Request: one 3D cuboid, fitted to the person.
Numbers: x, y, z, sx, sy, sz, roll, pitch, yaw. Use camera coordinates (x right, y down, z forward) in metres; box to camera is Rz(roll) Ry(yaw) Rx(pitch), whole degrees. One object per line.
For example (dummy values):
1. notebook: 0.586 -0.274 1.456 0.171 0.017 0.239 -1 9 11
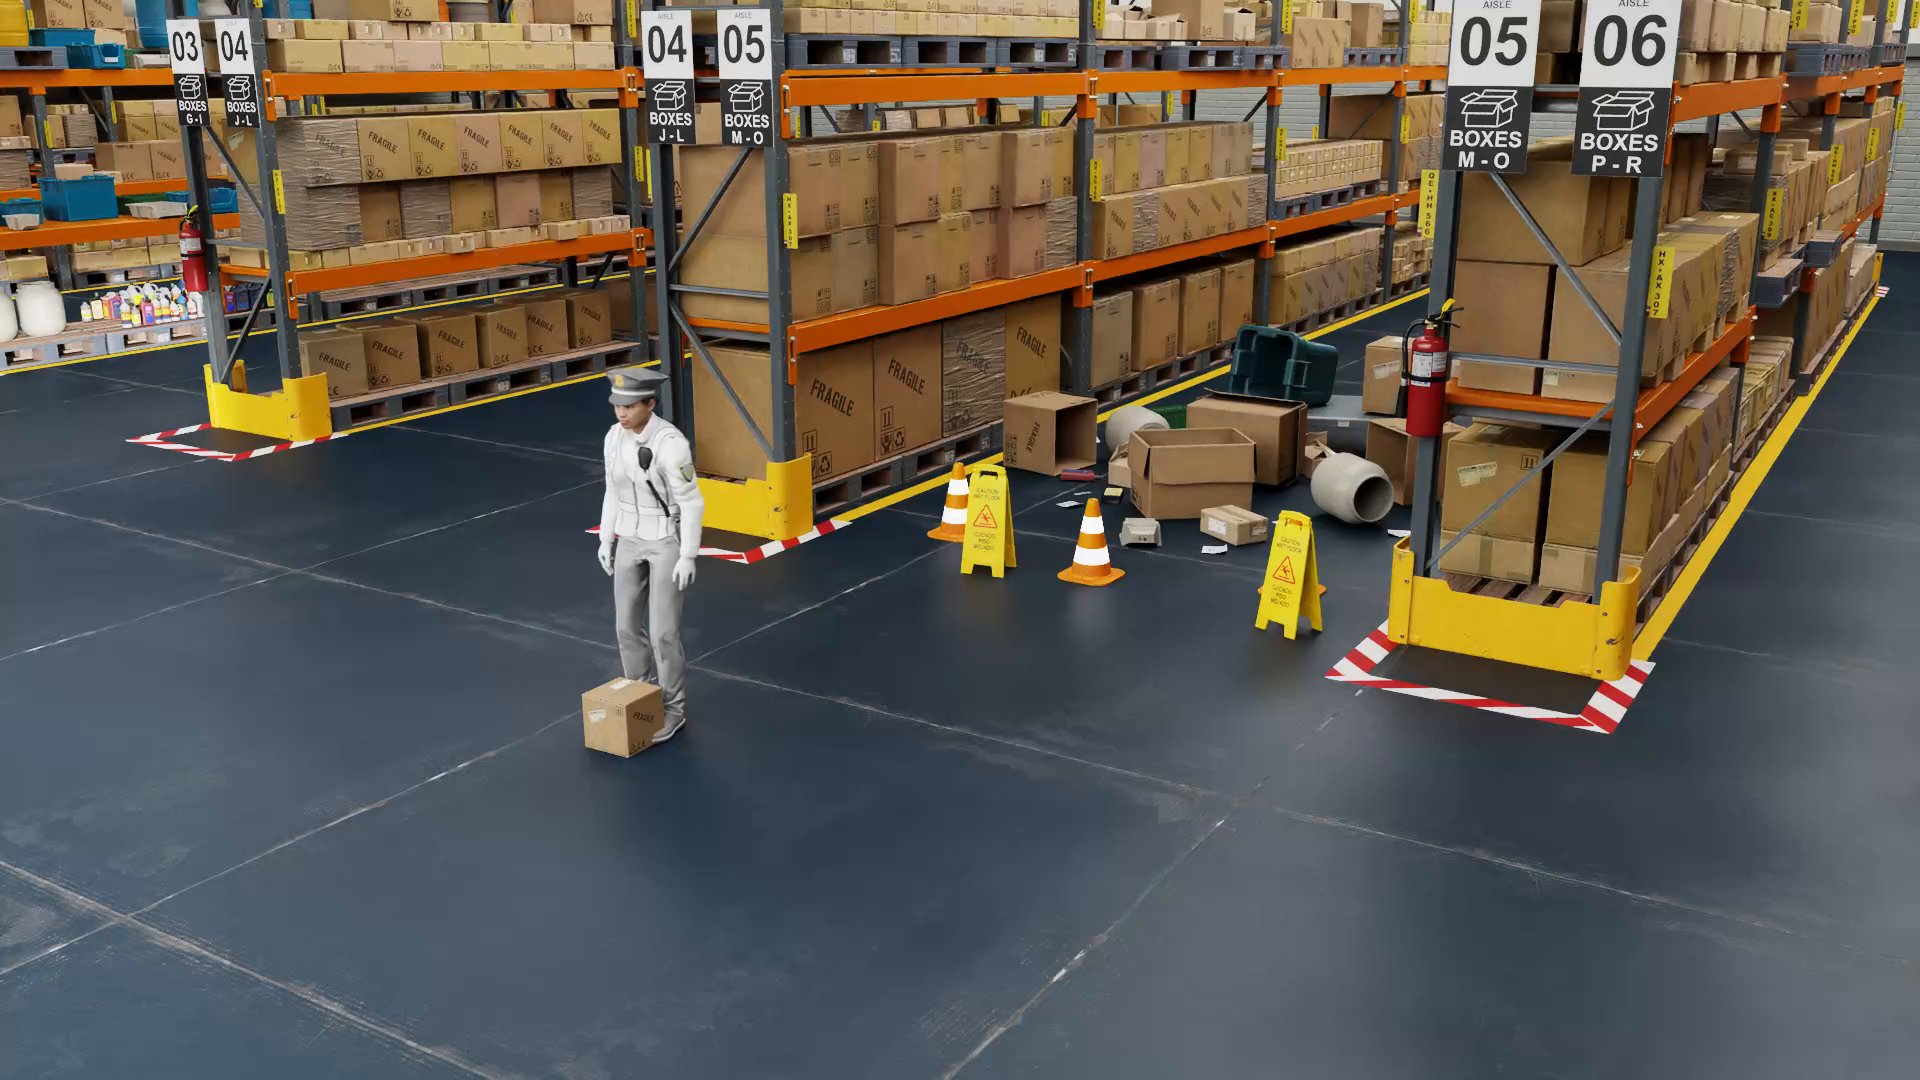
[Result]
1. person: -1.377 0.052 7.350 0.537 1.663 0.405 9 19 29
